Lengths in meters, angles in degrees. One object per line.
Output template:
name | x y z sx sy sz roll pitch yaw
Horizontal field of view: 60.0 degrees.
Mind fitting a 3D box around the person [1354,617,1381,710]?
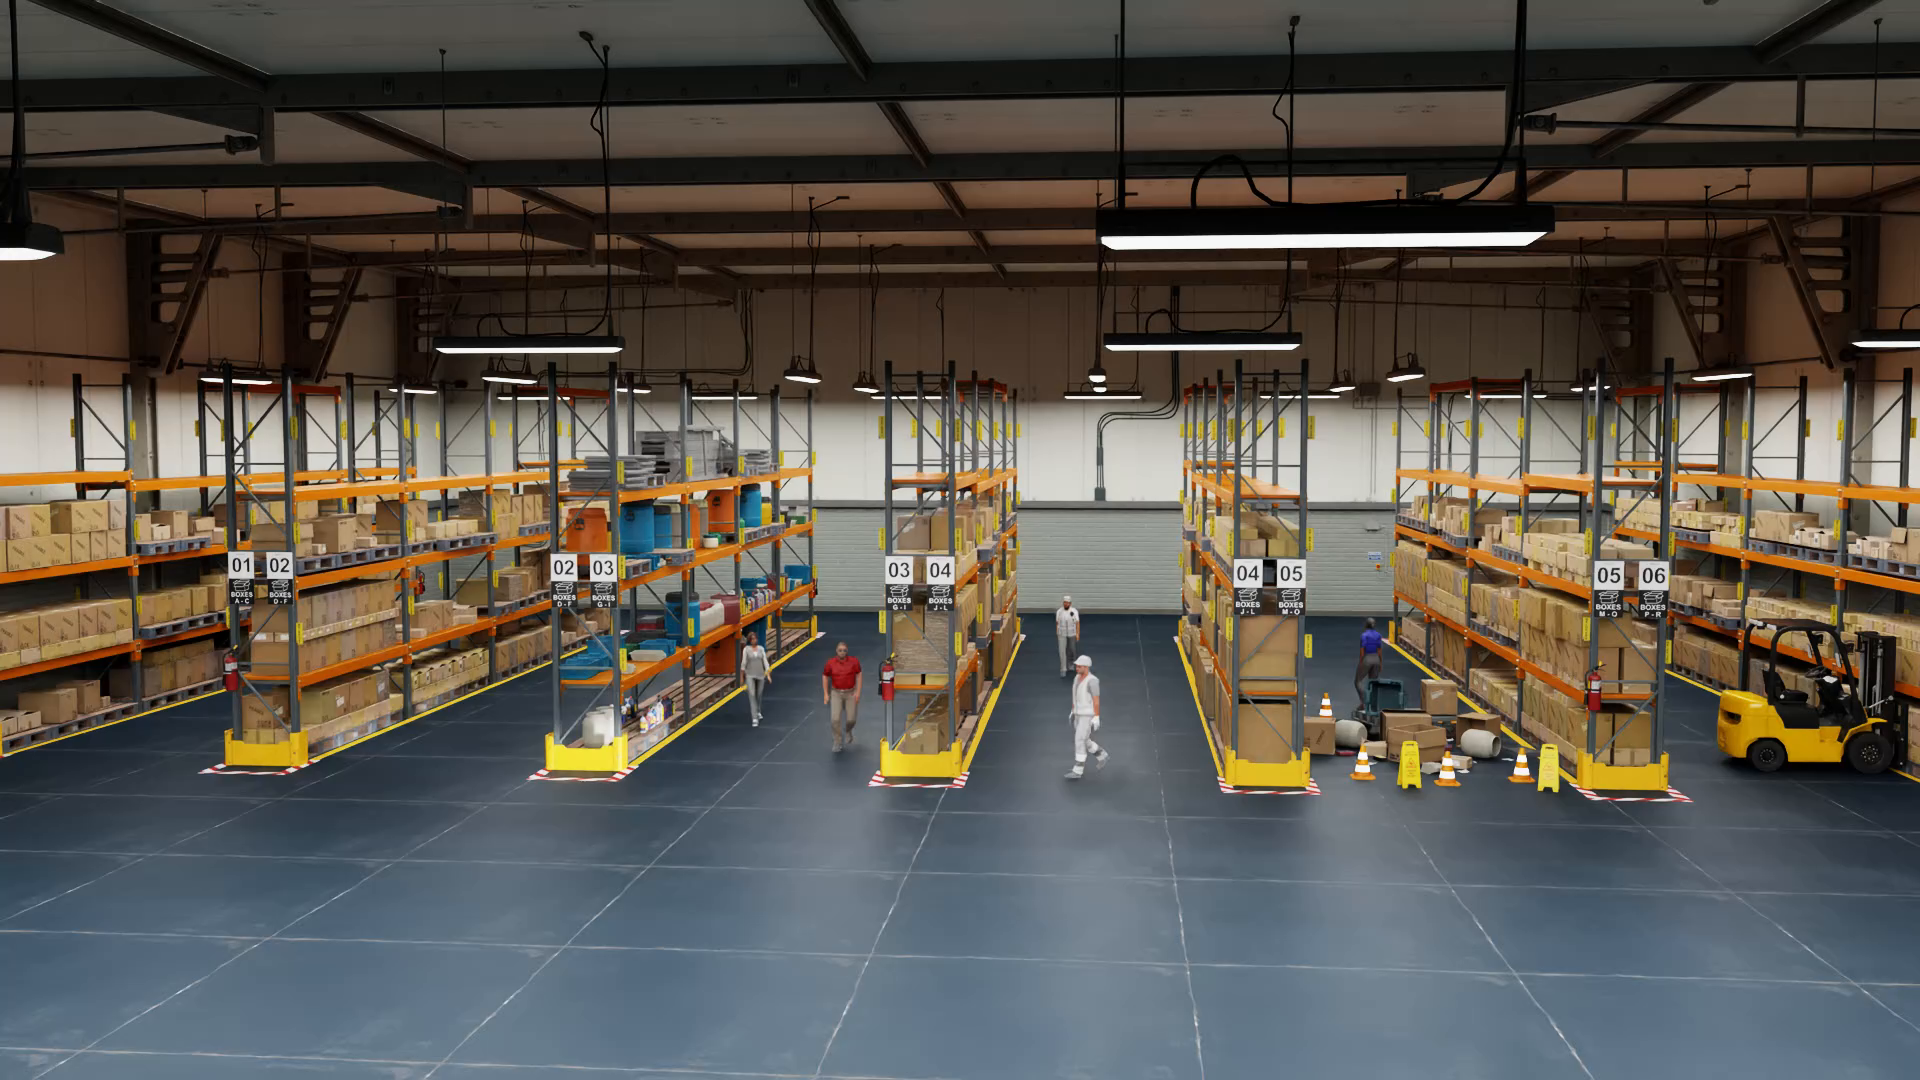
person | 7.335 2.333 29.830 0.499 1.493 0.373 -2 4 -22

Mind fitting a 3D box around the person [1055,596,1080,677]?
person | 2.196 1.946 34.024 0.496 1.605 1.008 0 4 4

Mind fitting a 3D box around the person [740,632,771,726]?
person | -3.477 2.349 28.340 0.517 1.524 0.938 -1 4 -16

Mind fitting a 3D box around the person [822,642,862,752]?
person | -1.851 2.440 26.154 0.626 1.711 0.637 0 4 -4

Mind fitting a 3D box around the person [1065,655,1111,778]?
person | 1.849 2.542 24.060 0.847 1.770 0.642 -2 4 -25
